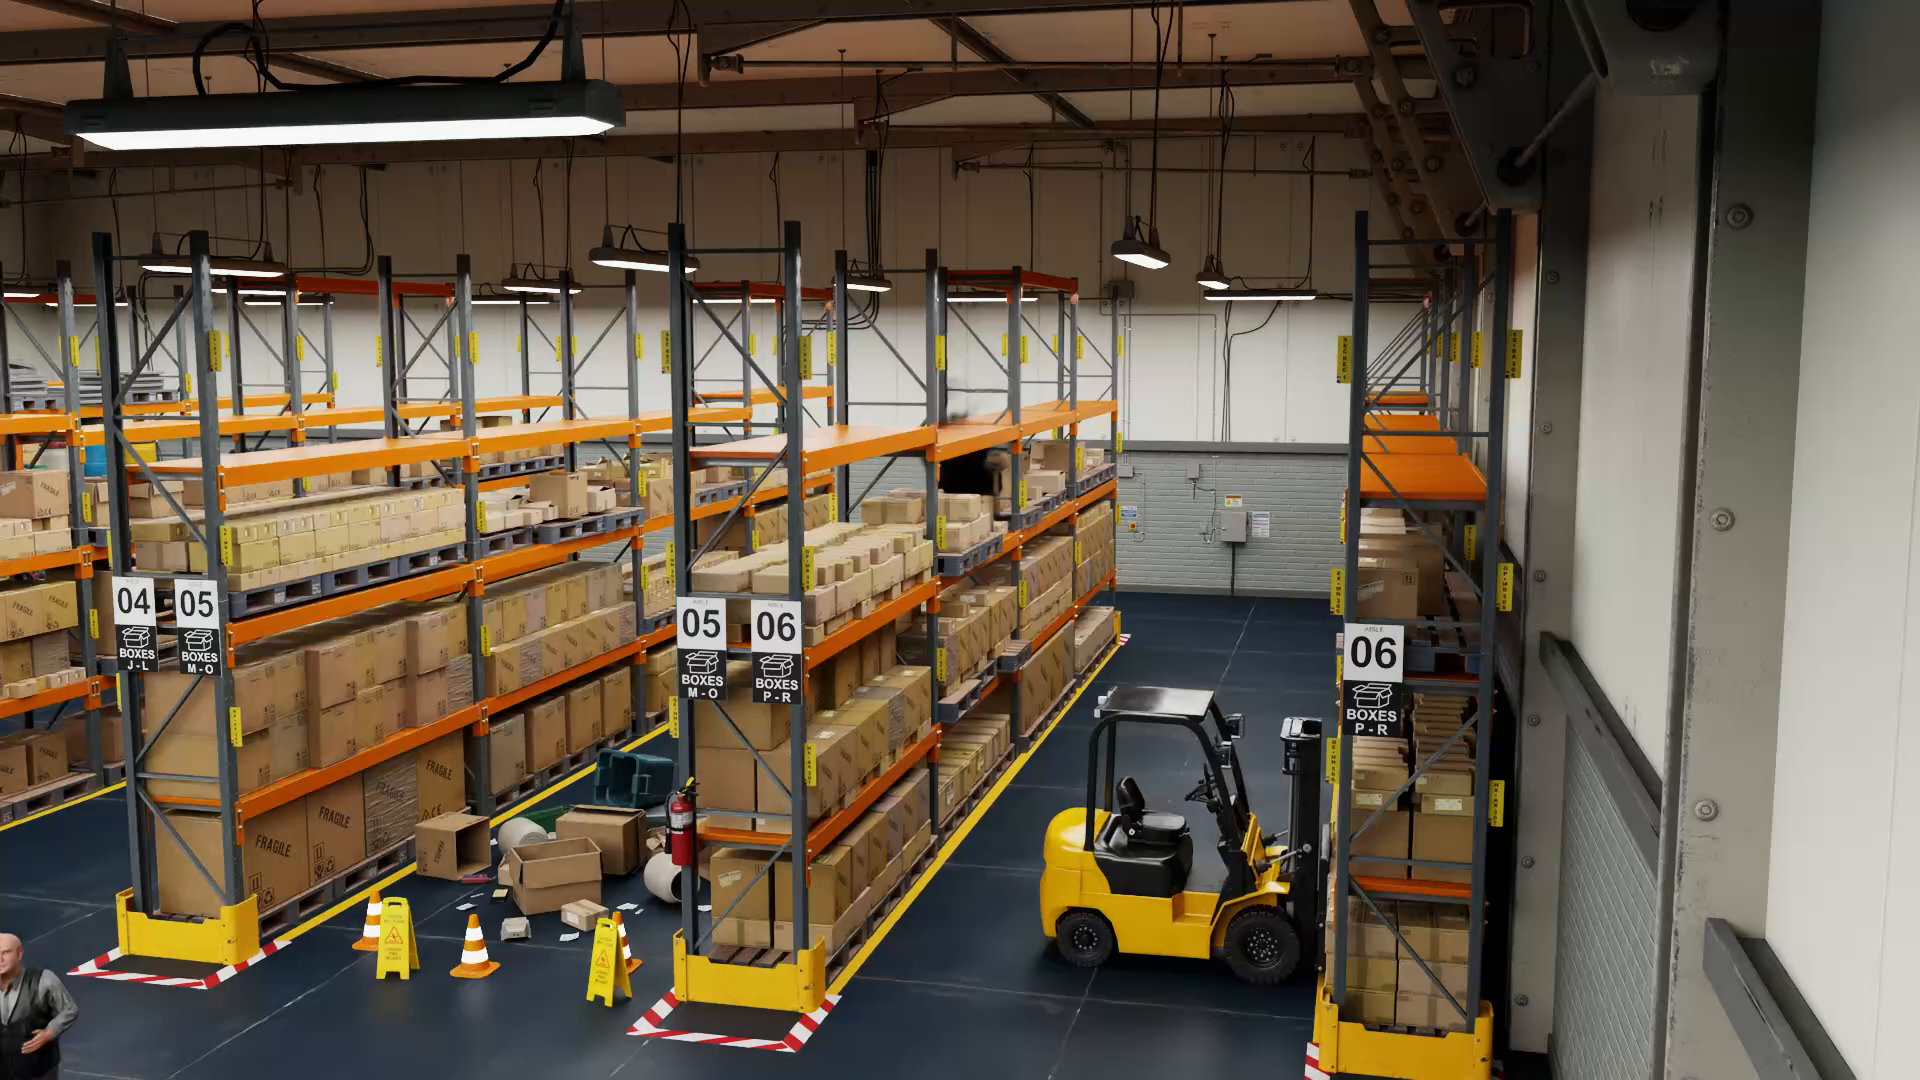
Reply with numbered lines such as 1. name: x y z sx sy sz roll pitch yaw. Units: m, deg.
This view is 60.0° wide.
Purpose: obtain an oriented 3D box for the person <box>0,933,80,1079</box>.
1. person: -5.509 3.134 9.757 0.648 1.735 0.890 -3 8 -26
